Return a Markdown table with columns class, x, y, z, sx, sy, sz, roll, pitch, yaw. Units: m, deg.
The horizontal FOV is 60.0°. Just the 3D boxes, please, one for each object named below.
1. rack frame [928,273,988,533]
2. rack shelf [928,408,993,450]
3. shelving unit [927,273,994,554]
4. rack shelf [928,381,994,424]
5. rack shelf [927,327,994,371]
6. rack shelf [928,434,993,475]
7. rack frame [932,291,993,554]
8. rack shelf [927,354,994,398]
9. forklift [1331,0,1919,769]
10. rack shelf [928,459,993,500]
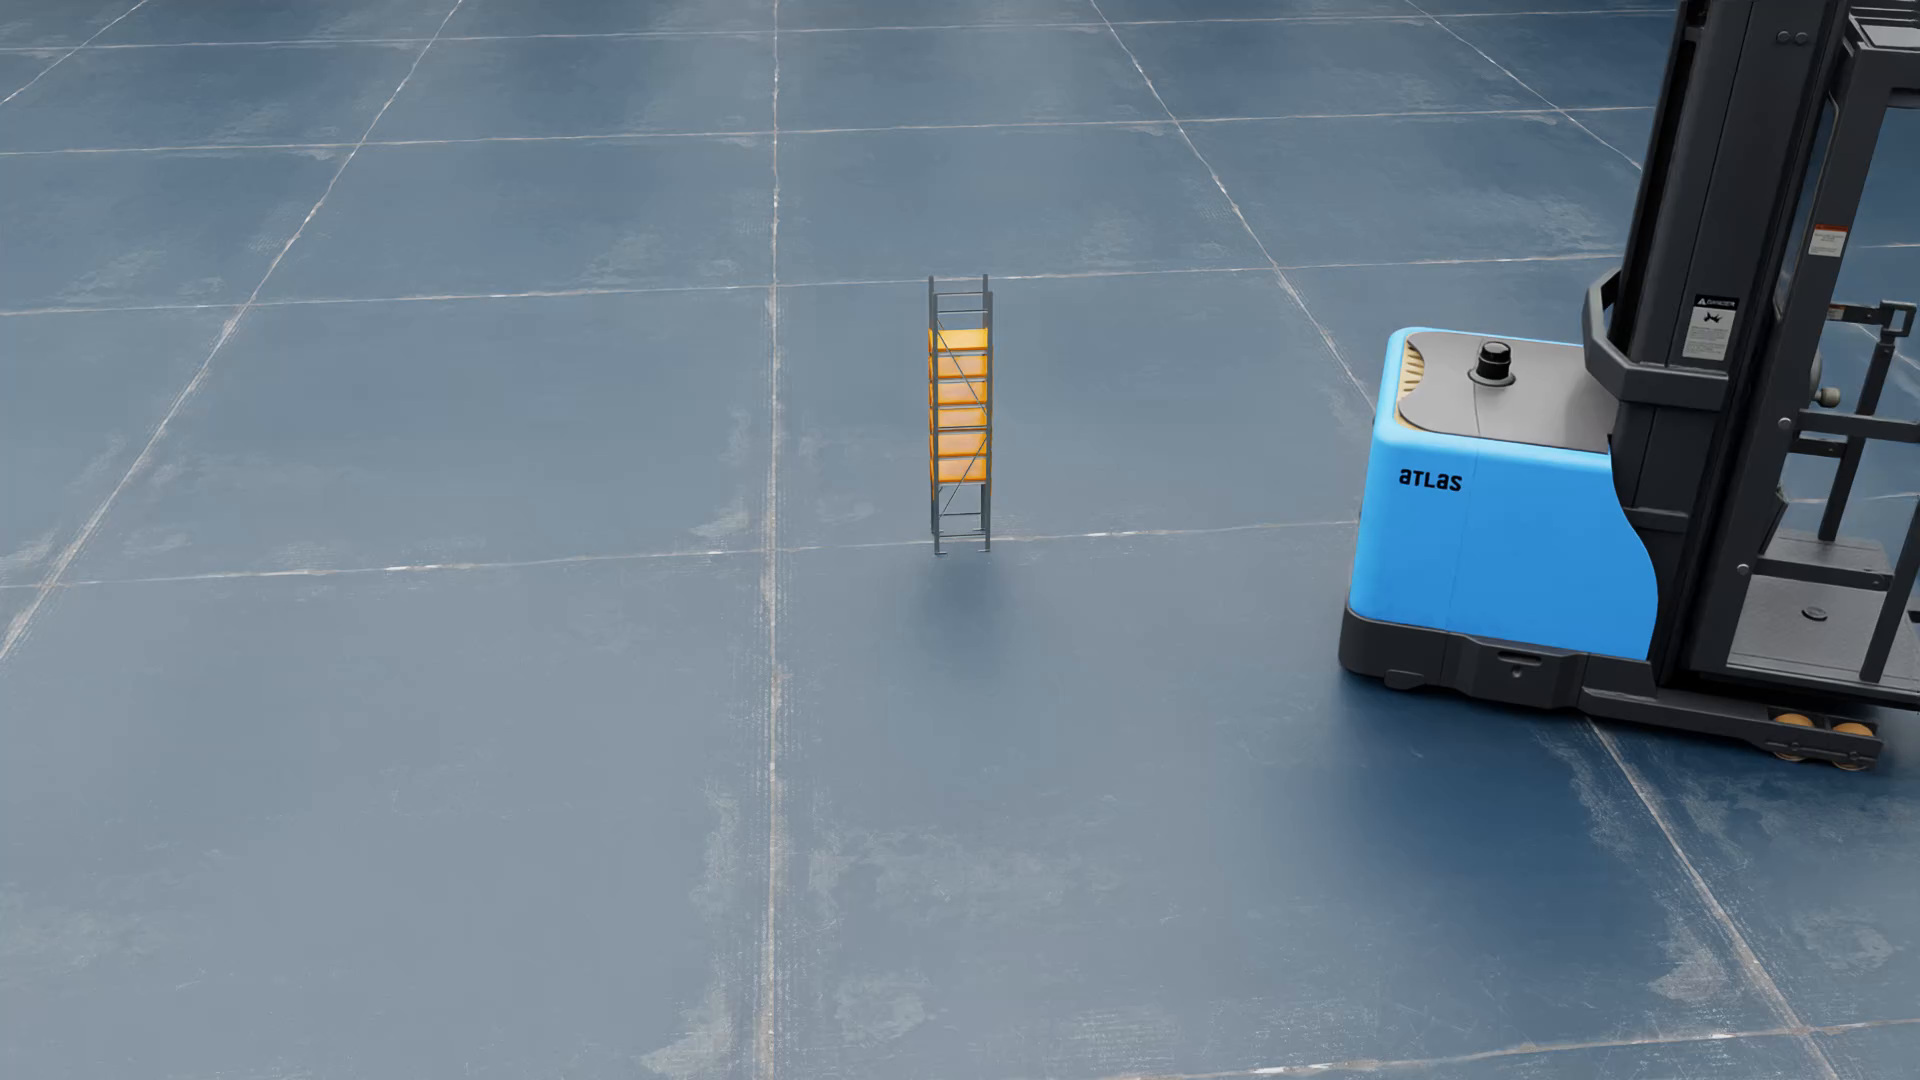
| class | x | y | z | sx | sy | sz | roll | pitch | yaw |
| --- | --- | --- | --- | --- | --- | --- | --- | --- | --- |
| rack frame | -0.007 | -0.554 | 7.008 | 0.240 | 1.200 | 0.006 | -3 | 31 | -5 |
| rack shelf | 0.001 | -0.470 | 6.953 | 0.258 | 0.103 | 0.180 | -3 | 31 | -5 |
| shelving unit | 0.001 | -0.508 | 6.930 | 0.258 | 1.200 | 0.189 | -3 | 31 | -5 |
| rack shelf | 0.001 | -0.573 | 6.891 | 0.258 | 0.103 | 0.180 | -3 | 31 | -5 |
| rack shelf | 0.001 | -0.779 | 6.768 | 0.258 | 0.103 | 0.180 | -3 | 31 | -5 |
| rack shelf | 0.001 | -0.367 | 7.014 | 0.258 | 0.103 | 0.180 | -3 | 31 | -5 |
| rack frame | 0.010 | -0.461 | 6.852 | 0.240 | 1.200 | 0.006 | -3 | 31 | -5 |
| rack shelf | 0.001 | -0.676 | 6.830 | 0.258 | 0.103 | 0.180 | -3 | 31 | -5 |
| forklift | 2.996 | -0.751 | 5.649 | 3.031 | 2.935 | 1.130 | 8 | 32 | 14 |
| rack shelf | 0.001 | -0.264 | 7.076 | 0.258 | 0.103 | 0.180 | -3 | 31 | -5 |
